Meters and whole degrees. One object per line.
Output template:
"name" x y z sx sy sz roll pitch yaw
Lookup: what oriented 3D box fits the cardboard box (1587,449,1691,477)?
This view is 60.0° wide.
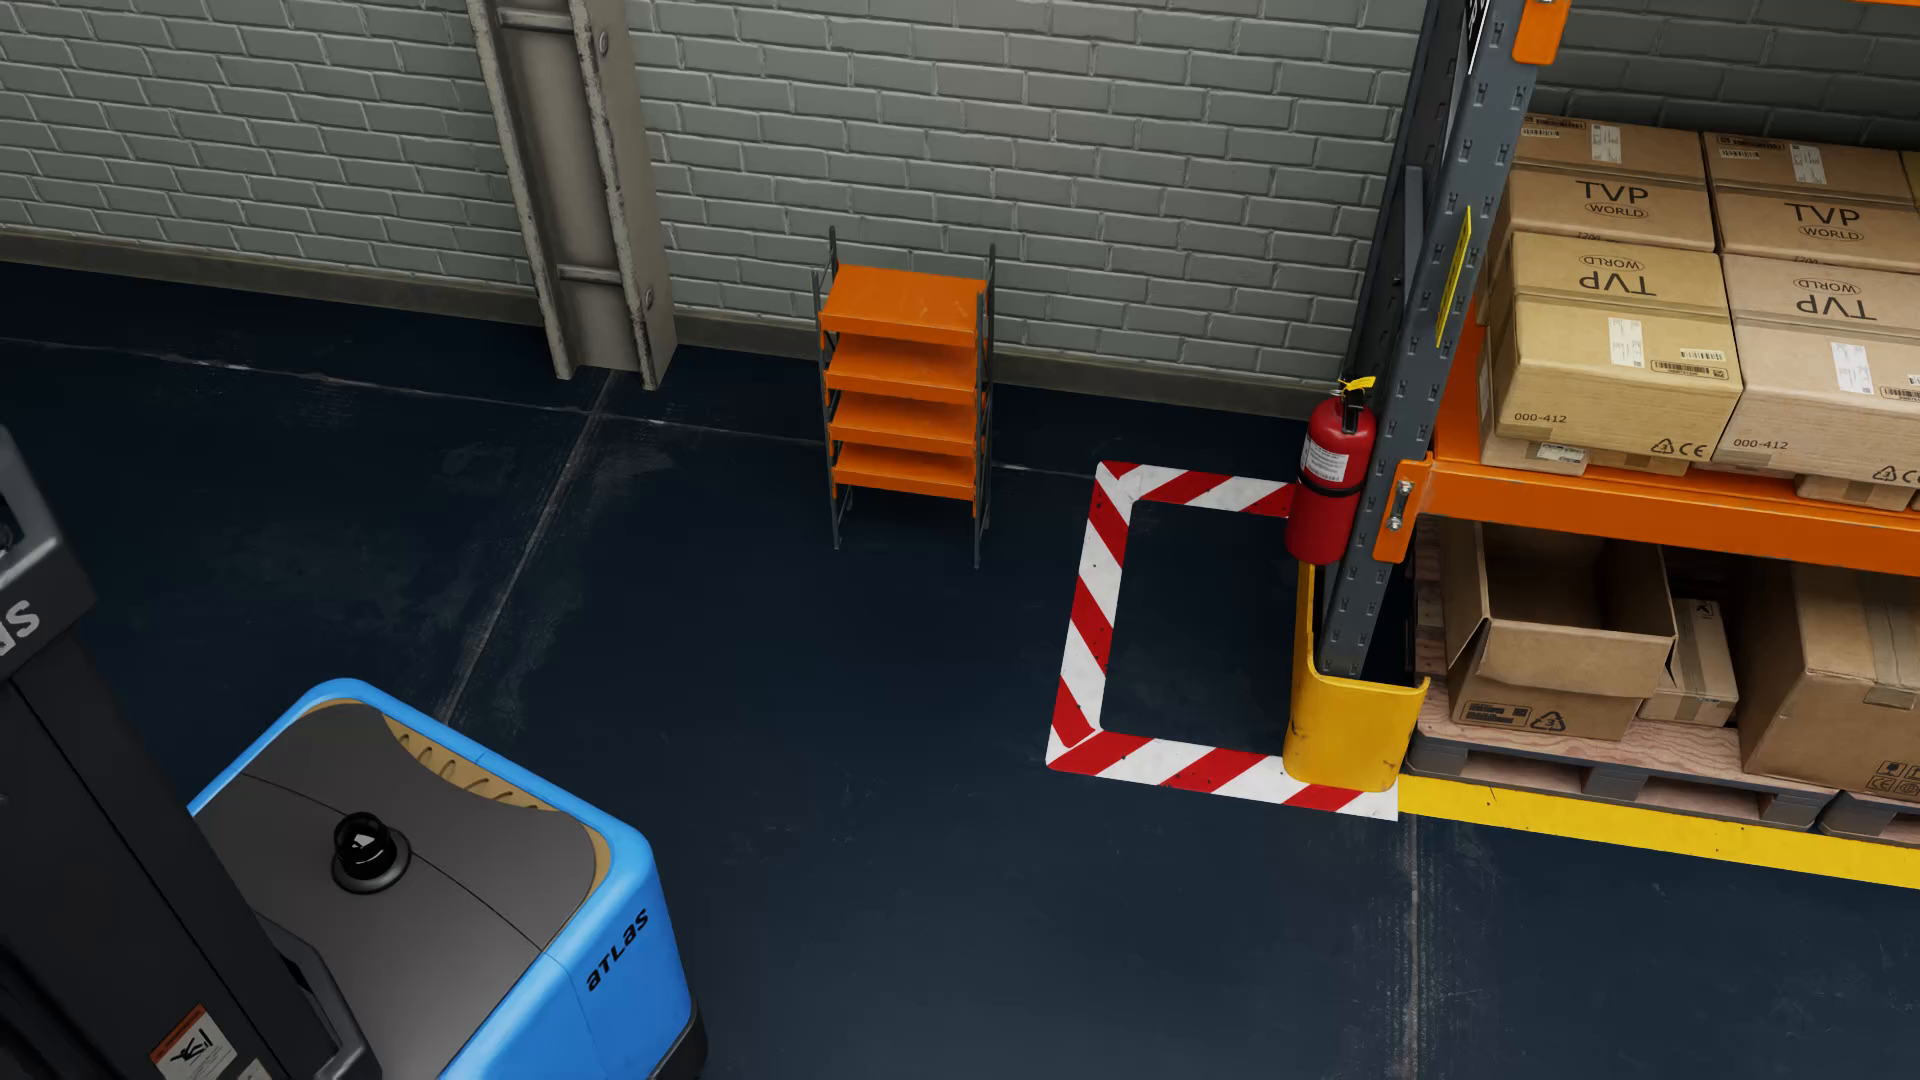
"cardboard box" 1.717 -0.358 4.224 0.250 0.149 0.380 9 49 8

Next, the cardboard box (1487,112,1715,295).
"cardboard box" 1.684 -0.869 4.415 0.500 0.250 0.500 9 49 8

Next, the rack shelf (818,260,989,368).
"rack shelf" -0.163 -0.686 5.031 0.480 0.148 0.258 8 49 7

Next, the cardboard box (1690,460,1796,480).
"cardboard box" 1.982 -0.349 4.216 0.250 0.149 0.380 7 48 6

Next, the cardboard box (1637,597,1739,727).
"cardboard box" 2.180 0.361 5.043 0.250 0.149 0.380 6 48 5

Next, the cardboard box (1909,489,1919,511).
"cardboard box" 2.482 -0.239 4.117 0.250 0.149 0.380 8 49 7

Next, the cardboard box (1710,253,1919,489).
"cardboard box" 2.079 -0.412 4.004 0.500 0.250 0.500 8 49 7

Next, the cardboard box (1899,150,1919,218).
"cardboard box" 2.677 -0.731 4.291 0.500 0.250 0.500 9 49 8

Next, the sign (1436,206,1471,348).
"sign" 1.087 -0.578 3.671 0.005 0.325 0.100 8 49 7

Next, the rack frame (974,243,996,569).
"rack frame" 0.077 -0.391 5.294 0.015 1.200 0.240 8 49 7

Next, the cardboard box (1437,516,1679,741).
"cardboard box" 1.769 0.158 4.987 0.637 0.503 0.797 6 48 5

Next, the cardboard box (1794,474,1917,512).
"cardboard box" 2.220 -0.270 4.145 0.250 0.149 0.380 9 49 8

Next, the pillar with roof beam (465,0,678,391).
"pillar with roof beam" -2.075 -0.557 0.200 0.400 9.000 9.100 8 49 7

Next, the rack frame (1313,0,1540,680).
"rack frame" 1.184 -0.686 4.350 0.127 3.000 1.000 8 49 7

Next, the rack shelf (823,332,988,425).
"rack shelf" -0.163 -0.527 5.207 0.480 0.148 0.258 8 49 7

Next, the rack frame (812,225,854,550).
"rack frame" -0.403 -0.455 5.352 0.015 1.200 0.240 8 49 7

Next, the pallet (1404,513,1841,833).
"pallet" 2.043 0.361 5.284 1.213 0.211 1.003 8 49 7

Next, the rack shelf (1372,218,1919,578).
"rack shelf" 3.152 -0.181 4.380 4.000 0.370 1.077 8 49 7

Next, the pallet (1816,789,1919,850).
"pallet" 3.240 0.524 5.138 1.213 0.211 1.003 8 49 7

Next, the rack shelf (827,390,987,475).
"rack shelf" -0.163 -0.378 5.373 0.480 0.148 0.258 8 49 7

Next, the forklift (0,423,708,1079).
"forklift" -1.849 1.177 2.722 1.130 2.935 3.031 23 52 20

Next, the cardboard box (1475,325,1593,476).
"cardboard box" 1.459 -0.358 4.224 0.250 0.149 0.380 7 48 7

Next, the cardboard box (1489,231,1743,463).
"cardboard box" 1.582 -0.478 4.064 0.500 0.250 0.500 8 49 7

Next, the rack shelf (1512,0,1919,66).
"rack shelf" 3.152 -1.184 3.264 4.000 0.370 1.077 8 49 7

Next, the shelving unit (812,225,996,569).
"shelving unit" -0.163 -0.423 5.323 0.503 1.200 0.258 8 49 7

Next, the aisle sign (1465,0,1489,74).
"aisle sign" 1.064 -1.349 3.198 0.004 0.787 0.394 8 49 7

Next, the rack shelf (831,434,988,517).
"rack shelf" -0.163 -0.245 5.521 0.480 0.148 0.258 8 49 7

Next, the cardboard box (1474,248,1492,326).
"cardboard box" 1.558 -0.755 4.581 0.250 0.149 0.380 7 48 6

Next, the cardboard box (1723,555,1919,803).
"cardboard box" 2.603 0.301 4.861 0.500 0.500 0.700 9 49 8

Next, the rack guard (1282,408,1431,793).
"rack guard" 1.259 0.159 5.271 0.348 0.500 1.175 8 49 7

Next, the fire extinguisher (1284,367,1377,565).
"fire extinguisher" 0.957 -0.217 4.231 0.183 0.674 0.296 8 49 7

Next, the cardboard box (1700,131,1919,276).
"cardboard box" 2.191 -0.800 4.353 0.500 0.250 0.500 8 49 7
